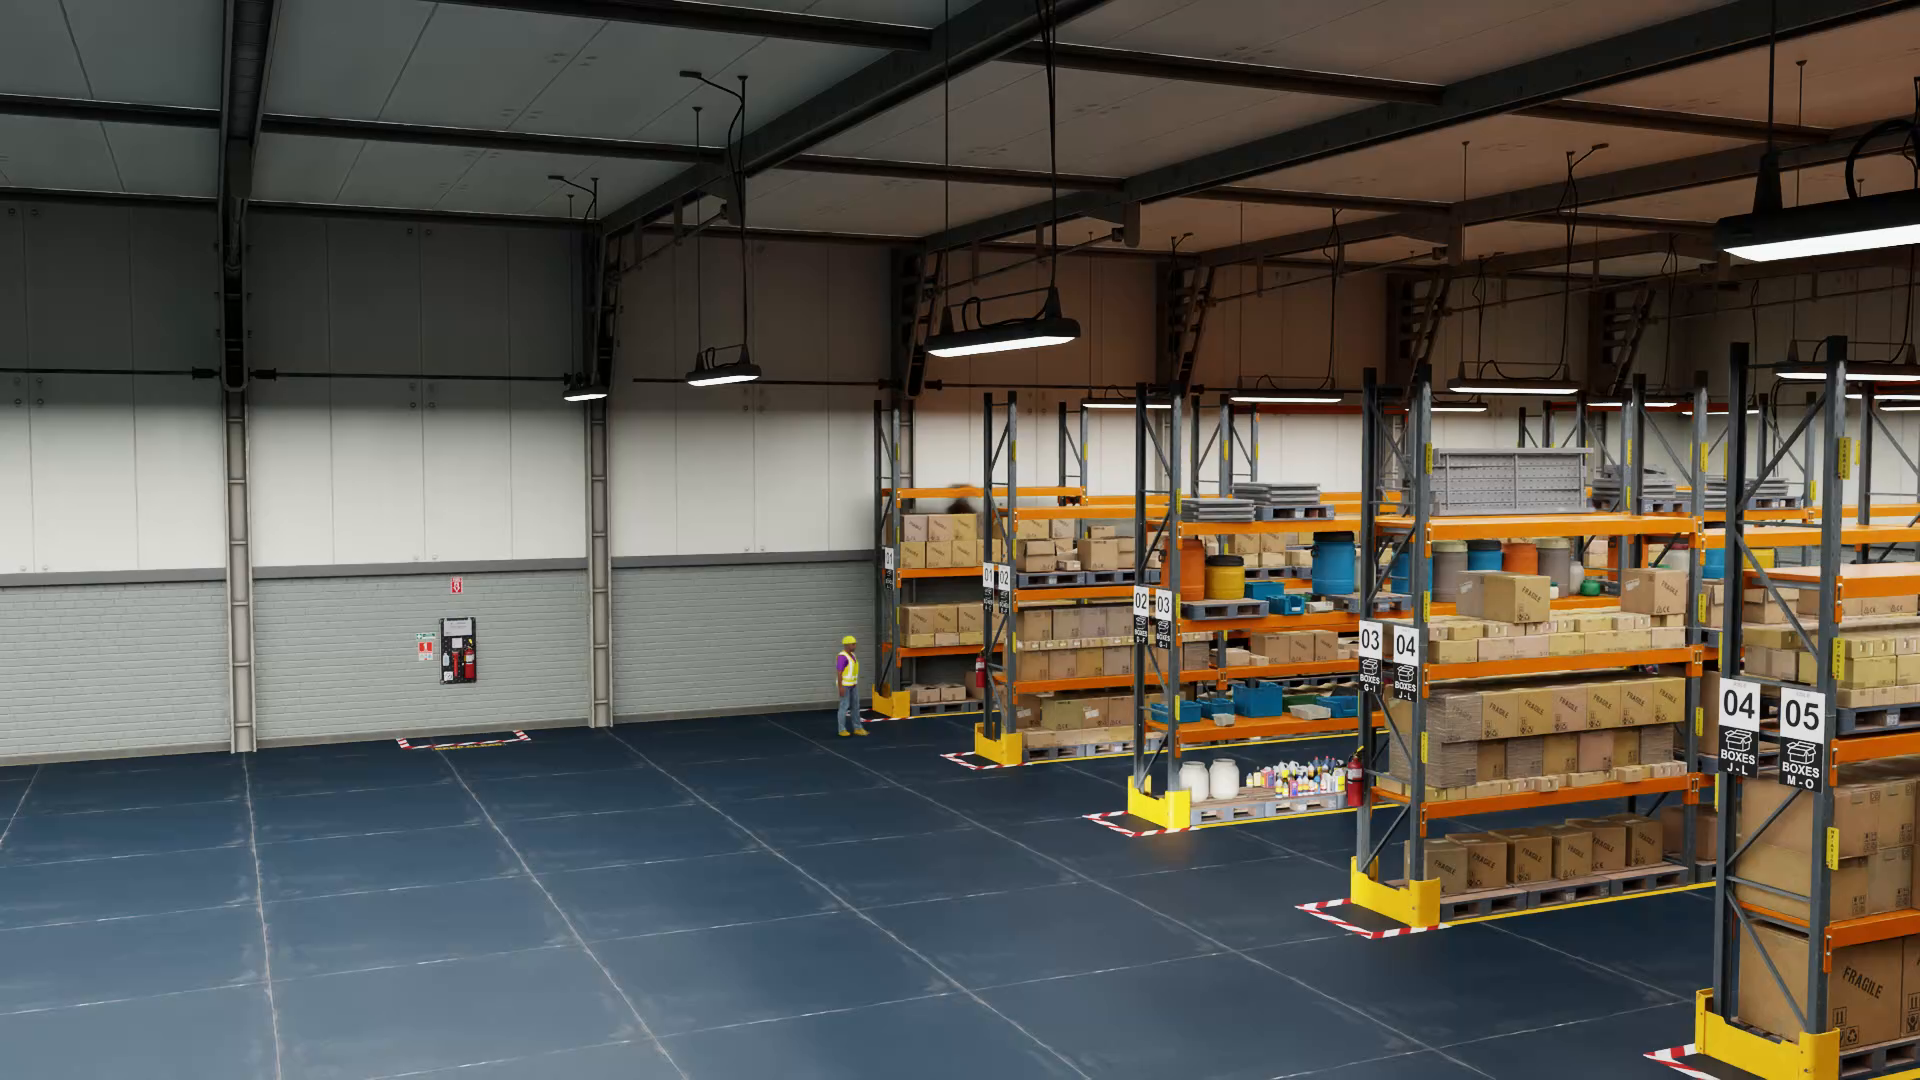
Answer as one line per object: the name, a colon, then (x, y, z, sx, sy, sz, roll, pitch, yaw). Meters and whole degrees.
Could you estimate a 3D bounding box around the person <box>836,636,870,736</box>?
person: (-1.929, 2.587, 29.335, 0.489, 1.780, 0.641, 2, 4, 25)
